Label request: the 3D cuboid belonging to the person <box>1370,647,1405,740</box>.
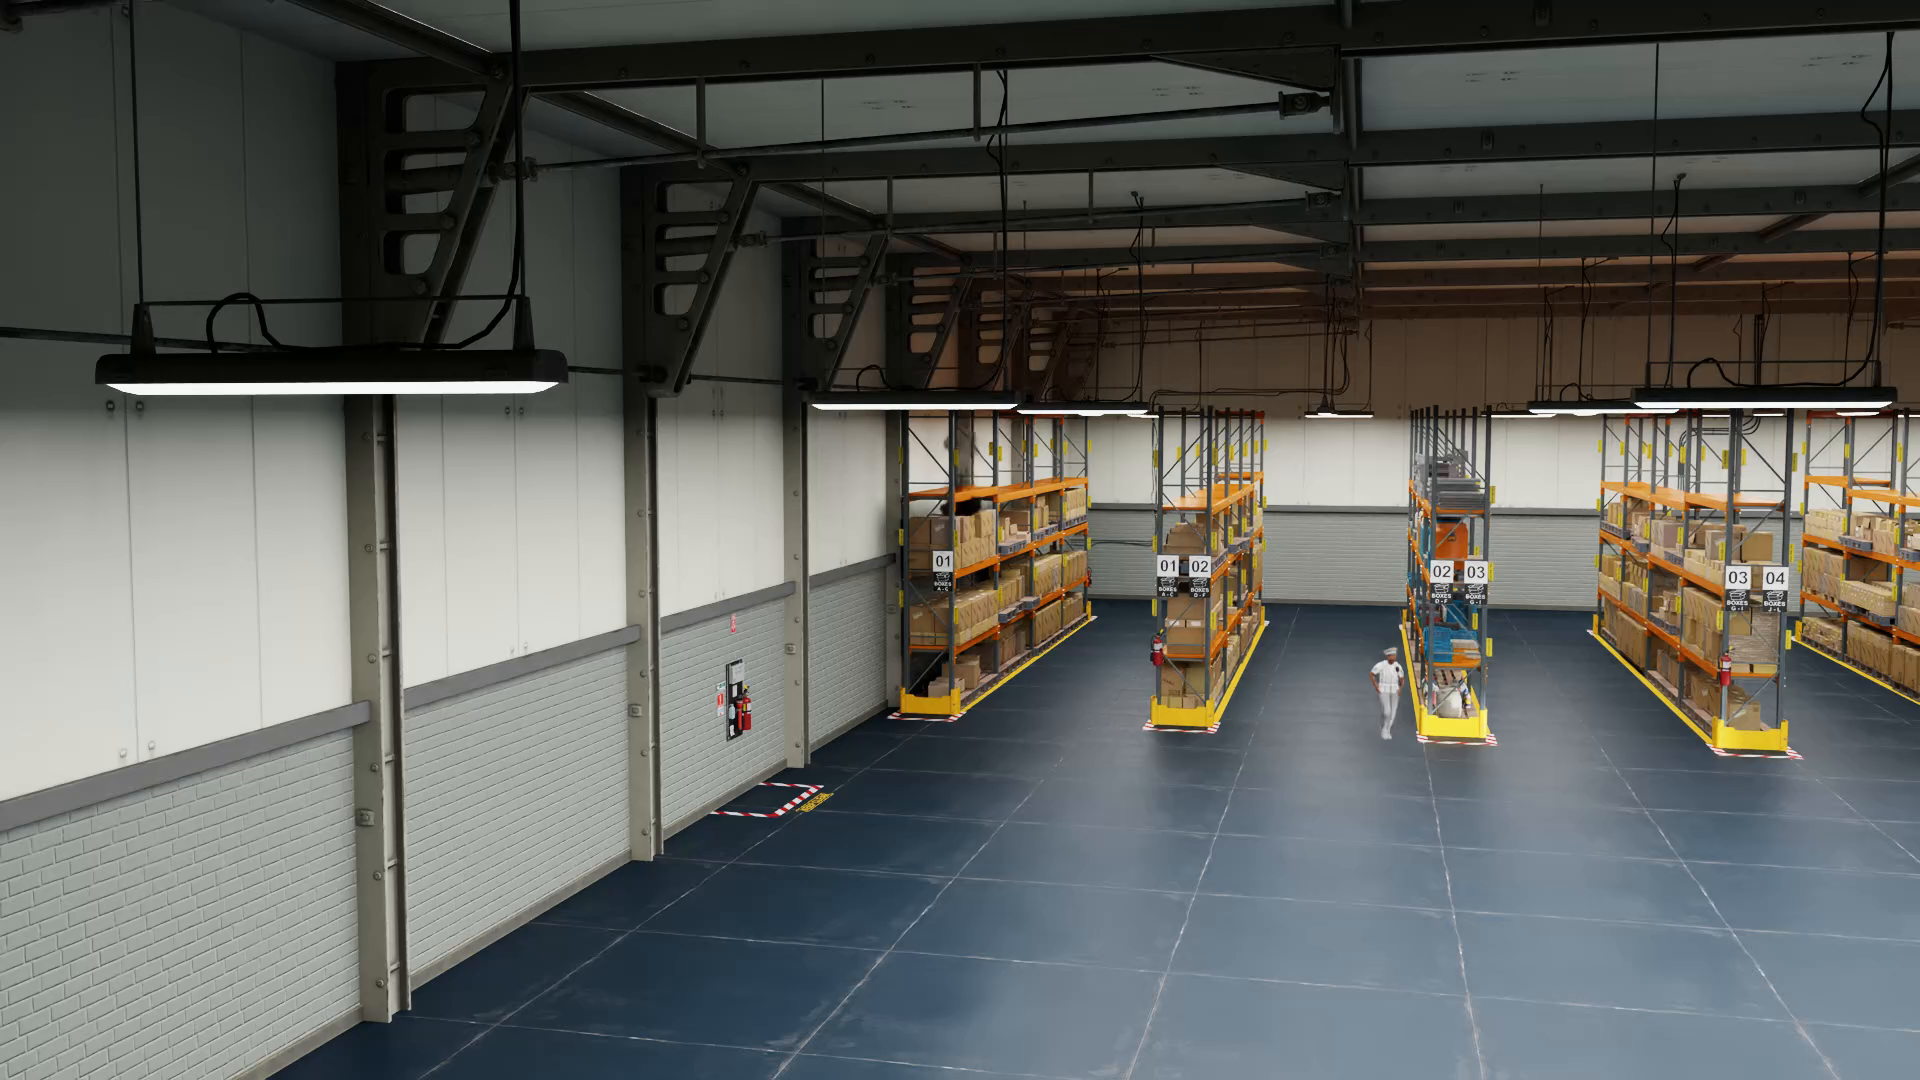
[{"bbox_3d":[7.698,2.747,29.833,0.593,1.660,0.588,0,4,-4],"label":"person"}]
